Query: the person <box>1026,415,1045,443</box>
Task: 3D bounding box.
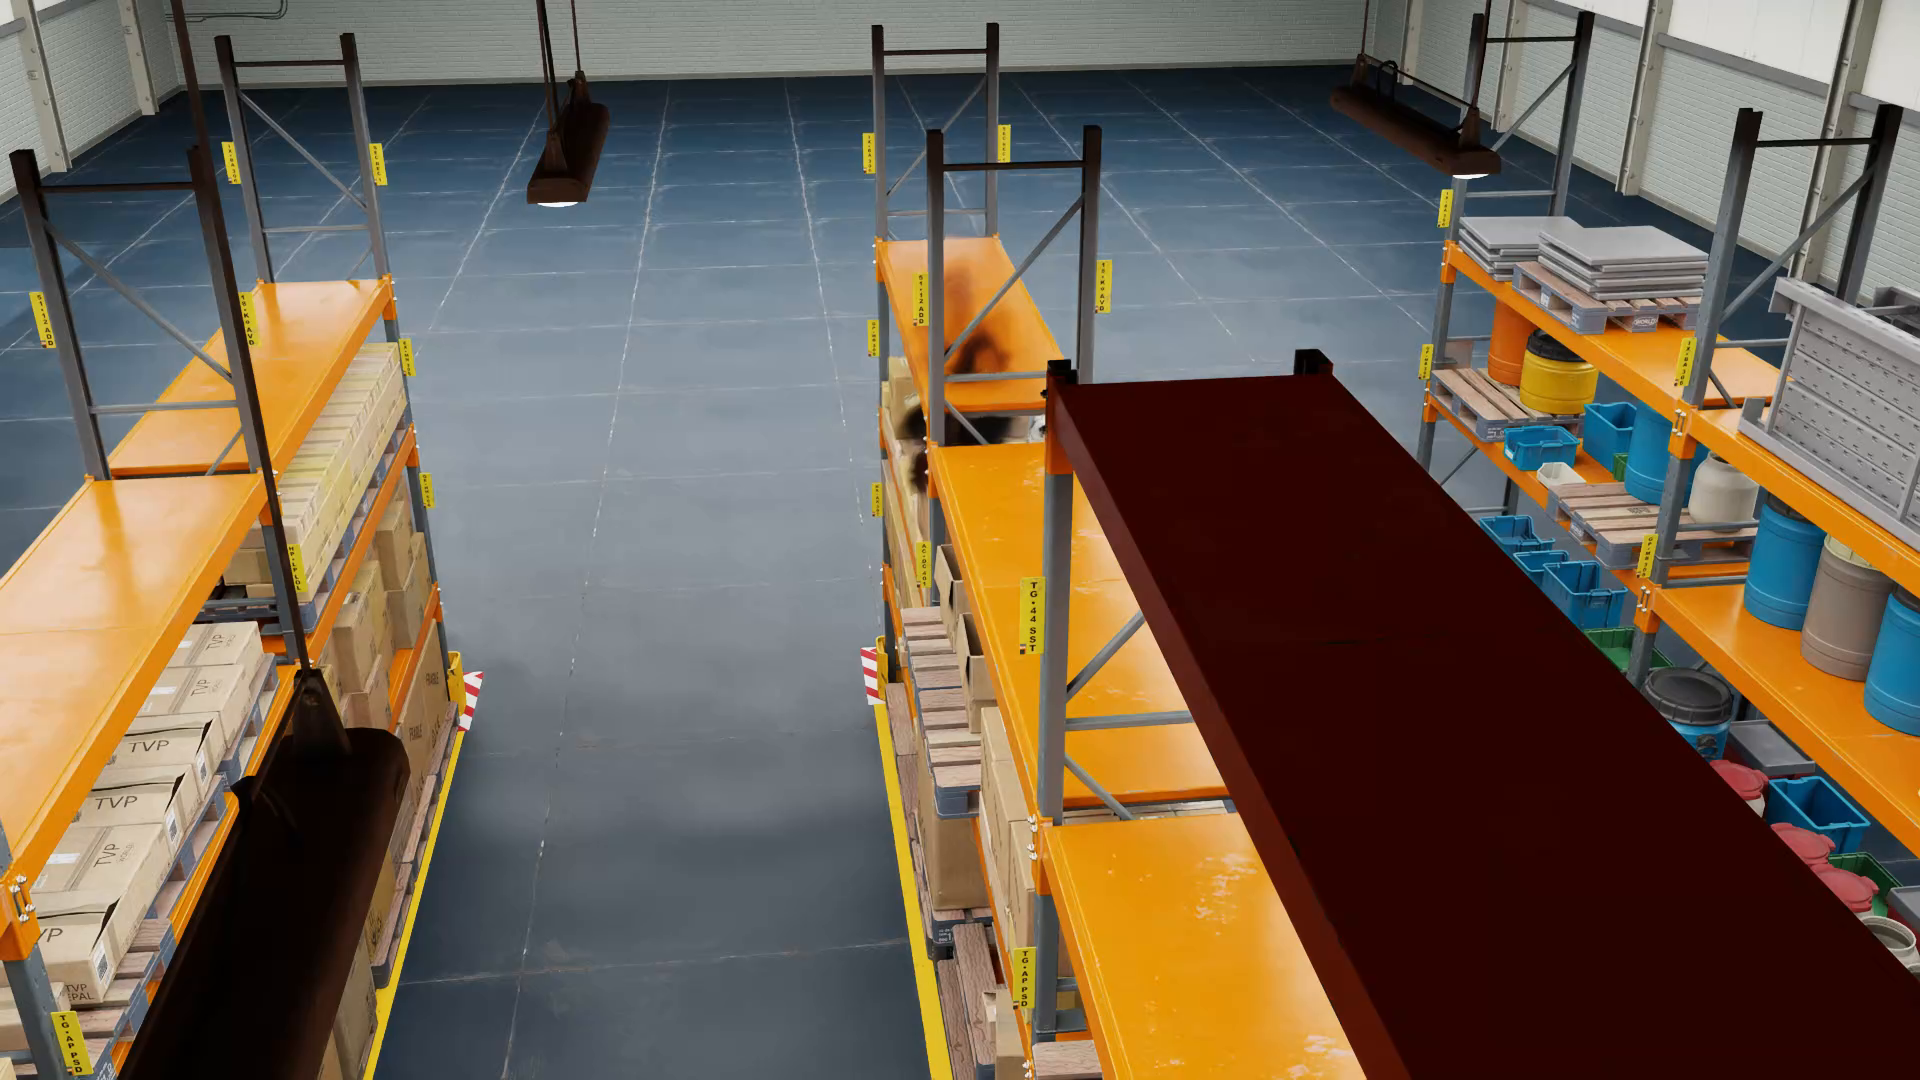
[{"bbox_3d":[0.892,-0.890,18.359,0.621,1.728,0.658,9,27,19],"label":"person"}]
